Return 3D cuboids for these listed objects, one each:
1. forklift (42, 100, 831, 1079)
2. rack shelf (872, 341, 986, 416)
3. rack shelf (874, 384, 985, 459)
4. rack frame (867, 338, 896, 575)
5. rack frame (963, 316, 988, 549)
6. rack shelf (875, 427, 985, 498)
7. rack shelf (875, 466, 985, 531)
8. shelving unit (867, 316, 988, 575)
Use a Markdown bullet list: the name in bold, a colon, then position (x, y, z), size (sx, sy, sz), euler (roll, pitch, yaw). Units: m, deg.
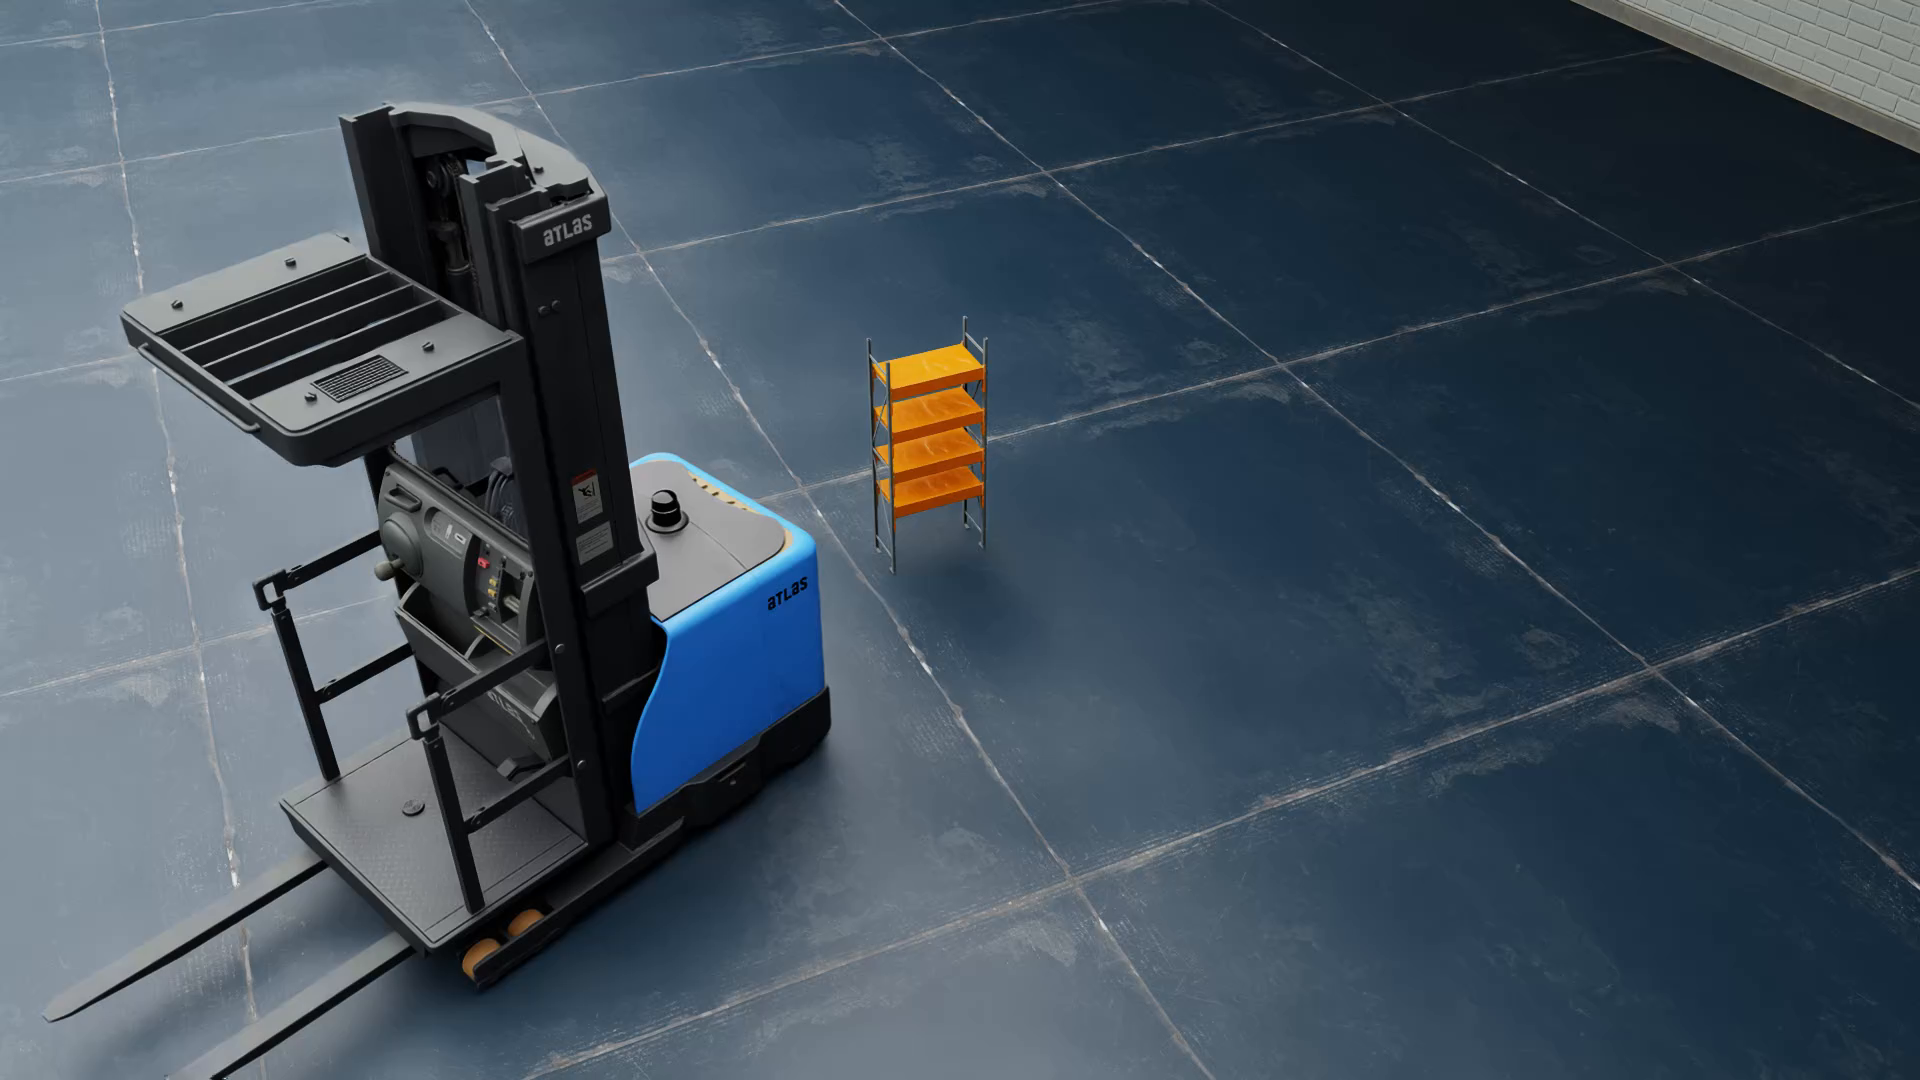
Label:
- **forklift**: position (-1.928, 0.124, 5.765), size (1.130, 2.935, 3.031), euler (29, 45, 33)
- **rack shelf**: position (-0.150, -0.756, 7.745), size (0.480, 0.148, 0.258), euler (-16, 39, -20)
- **rack shelf**: position (-0.150, -0.566, 7.886), size (0.480, 0.148, 0.258), euler (-16, 39, -20)
- **rack frame**: position (-0.371, -0.378, 7.896), size (0.015, 1.200, 0.240), euler (-16, 39, -20)
- **rack frame**: position (0.071, -0.502, 8.062), size (0.015, 1.200, 0.240), euler (-16, 39, -20)
- **rack shelf**: position (-0.150, -0.386, 8.019), size (0.480, 0.148, 0.258), euler (-16, 39, -20)
- **rack shelf**: position (-0.150, -0.226, 8.138), size (0.480, 0.148, 0.258), euler (-16, 39, -20)
- **shelving unit**: position (-0.150, -0.440, 7.979), size (0.503, 1.200, 0.258), euler (-16, 39, -20)
